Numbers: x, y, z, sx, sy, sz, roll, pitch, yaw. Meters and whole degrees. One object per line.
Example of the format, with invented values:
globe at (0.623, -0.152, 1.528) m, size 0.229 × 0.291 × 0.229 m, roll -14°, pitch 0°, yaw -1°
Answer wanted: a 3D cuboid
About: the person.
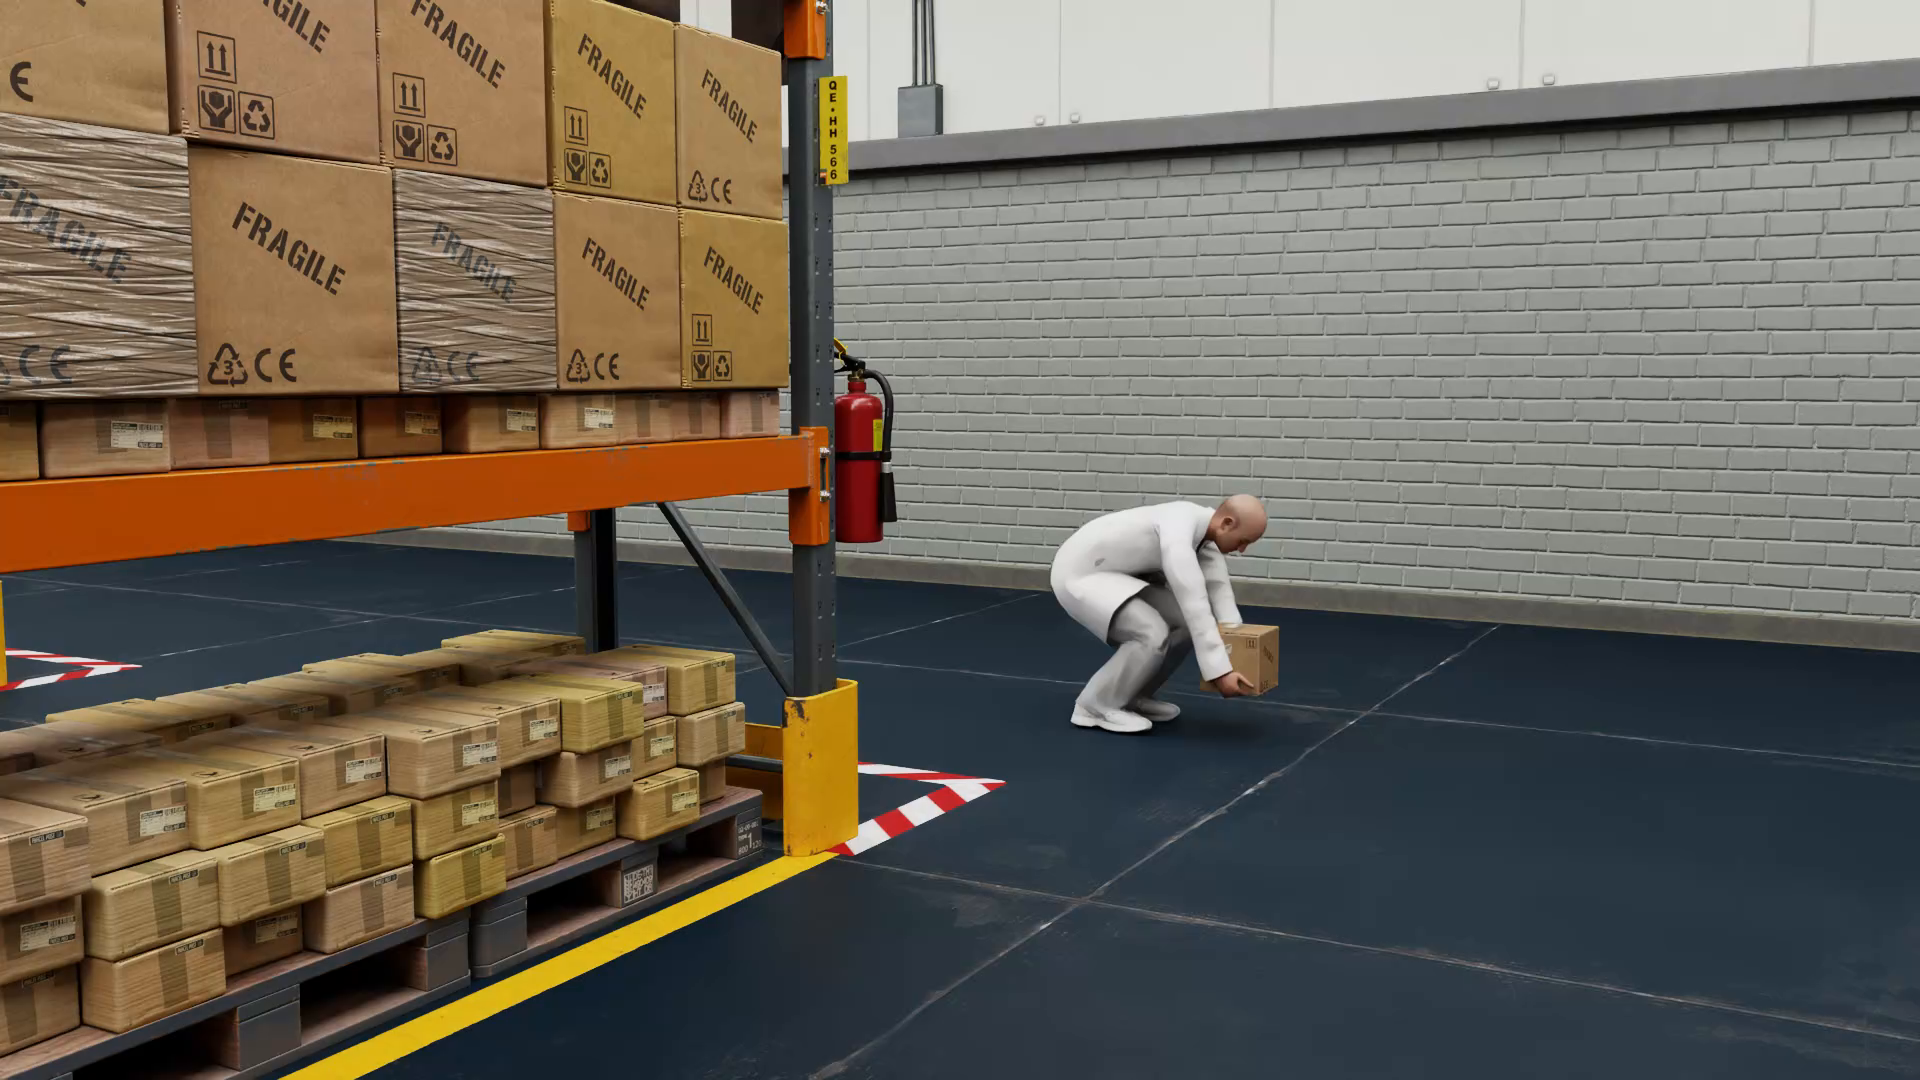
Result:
person at (0.836, 0.313, 6.989) m, size 0.940 × 0.970 × 0.591 m, roll 3°, pitch 6°, yaw 27°
